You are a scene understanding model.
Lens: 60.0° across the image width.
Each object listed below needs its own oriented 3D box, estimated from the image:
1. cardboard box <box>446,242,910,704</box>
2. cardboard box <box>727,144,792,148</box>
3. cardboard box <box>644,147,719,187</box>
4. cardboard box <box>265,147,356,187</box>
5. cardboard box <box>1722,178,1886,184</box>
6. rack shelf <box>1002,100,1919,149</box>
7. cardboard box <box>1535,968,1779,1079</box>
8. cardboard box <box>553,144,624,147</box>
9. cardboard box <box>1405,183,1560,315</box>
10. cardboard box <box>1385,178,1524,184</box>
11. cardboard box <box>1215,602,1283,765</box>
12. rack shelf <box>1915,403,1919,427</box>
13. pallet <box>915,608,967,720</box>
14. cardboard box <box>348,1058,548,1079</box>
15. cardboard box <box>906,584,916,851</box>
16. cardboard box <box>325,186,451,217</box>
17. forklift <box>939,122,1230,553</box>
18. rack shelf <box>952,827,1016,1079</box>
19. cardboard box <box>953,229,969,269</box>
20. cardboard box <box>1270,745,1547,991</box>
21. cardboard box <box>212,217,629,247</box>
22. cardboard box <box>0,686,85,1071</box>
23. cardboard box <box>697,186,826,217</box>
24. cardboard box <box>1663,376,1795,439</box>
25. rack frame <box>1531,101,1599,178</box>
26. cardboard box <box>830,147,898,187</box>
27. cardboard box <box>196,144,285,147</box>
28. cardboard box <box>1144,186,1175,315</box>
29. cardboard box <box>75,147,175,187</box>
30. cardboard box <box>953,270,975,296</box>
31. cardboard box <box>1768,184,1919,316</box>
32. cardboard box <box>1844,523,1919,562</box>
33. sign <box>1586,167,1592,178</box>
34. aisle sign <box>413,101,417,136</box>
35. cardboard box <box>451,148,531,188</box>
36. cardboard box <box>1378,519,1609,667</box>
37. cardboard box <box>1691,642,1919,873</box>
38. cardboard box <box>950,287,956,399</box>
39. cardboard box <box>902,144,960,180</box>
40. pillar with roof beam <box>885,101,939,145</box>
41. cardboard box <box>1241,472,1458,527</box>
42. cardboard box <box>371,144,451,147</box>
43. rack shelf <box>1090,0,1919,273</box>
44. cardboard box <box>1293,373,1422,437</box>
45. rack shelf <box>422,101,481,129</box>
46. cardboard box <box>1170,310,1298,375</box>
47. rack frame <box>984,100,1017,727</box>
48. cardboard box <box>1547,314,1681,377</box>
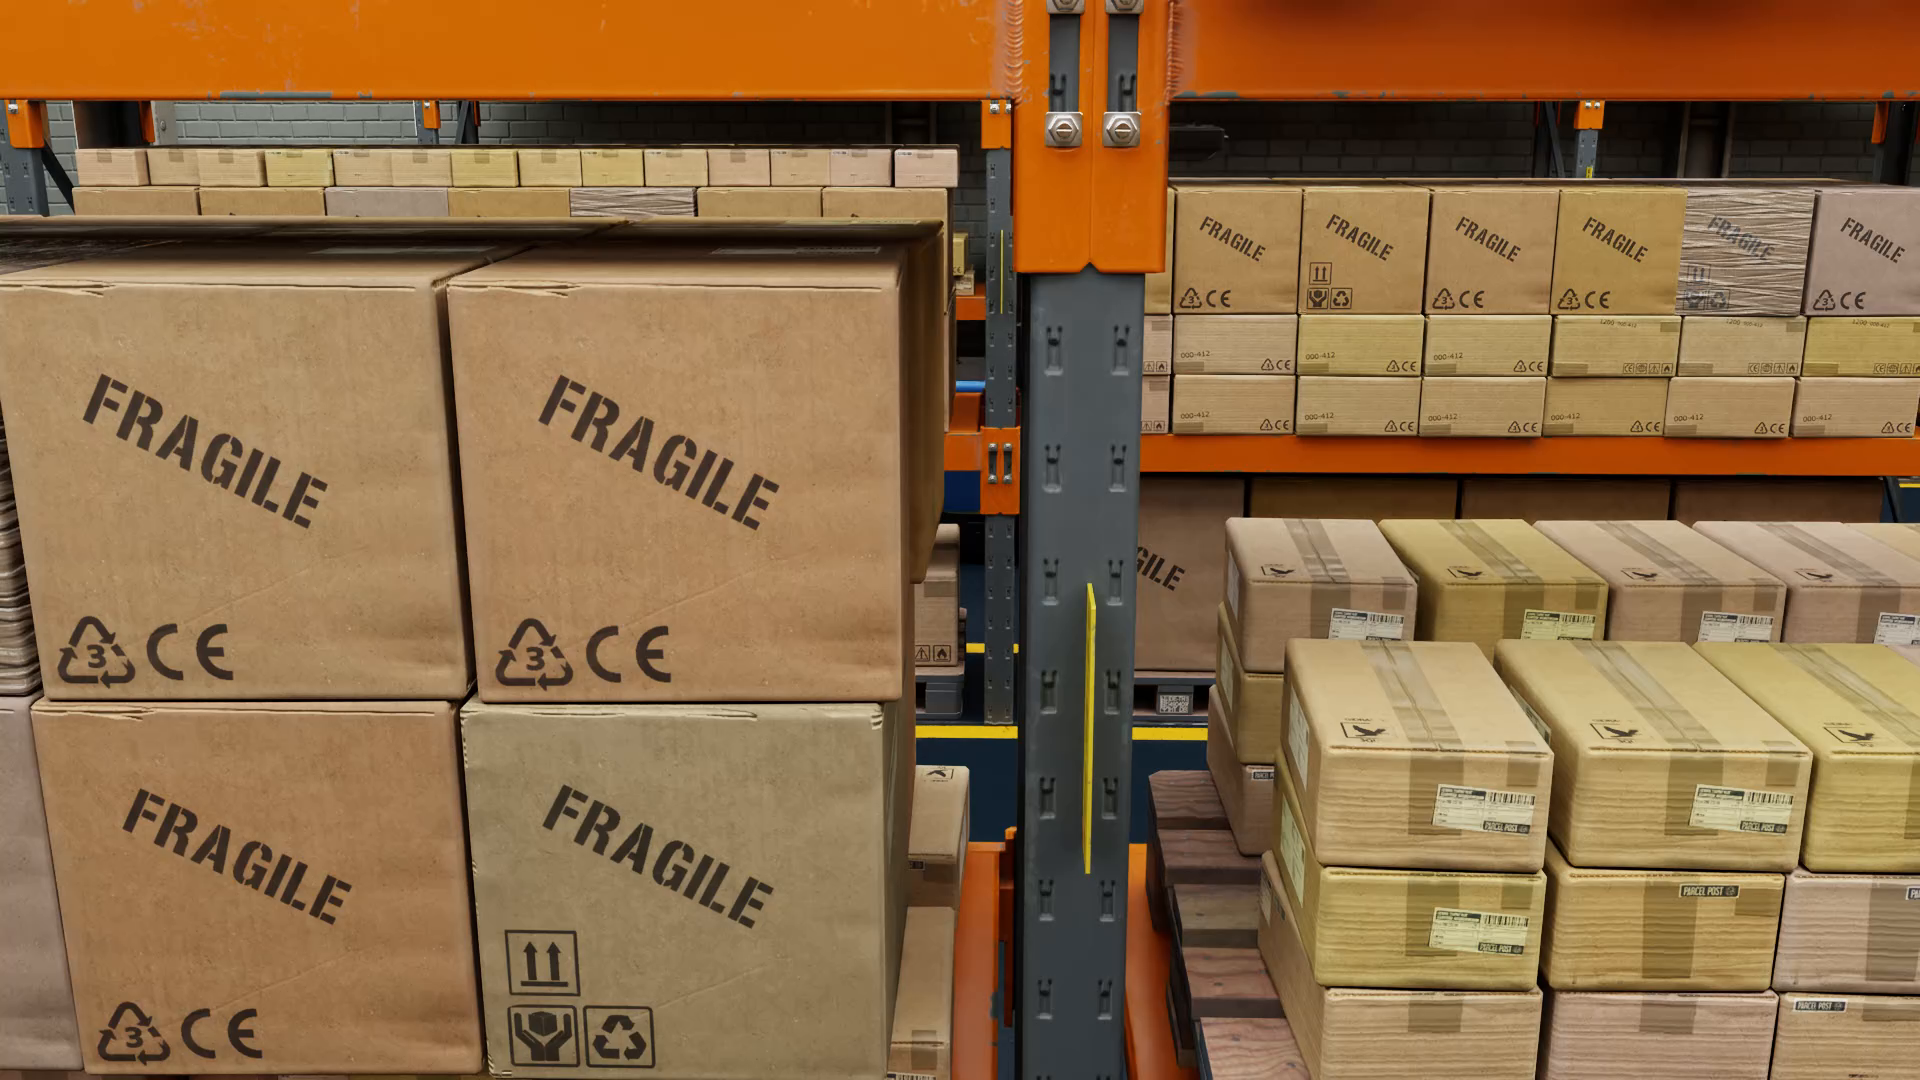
[{"bbox_3d":[-0.321,-0.111,2.141,0.500,0.500,0.500,0,15,-1],"label":"cardboard box"},{"bbox_3d":[-0.888,-1.683,7.413,0.250,0.149,0.380,0,15,1],"label":"cardboard box"},{"bbox_3d":[-1.149,-1.553,6.920,0.250,0.149,0.380,0,15,1],"label":"cardboard box"},{"bbox_3d":[-2.686,-1.551,6.911,0.250,0.149,0.380,0,15,0],"label":"cardboard box"},{"bbox_3d":[3.693,-1.335,7.365,0.500,0.500,0.500,0,15,0],"label":"cardboard box"},{"bbox_3d":[2.180,-1.853,7.015,4.000,0.370,1.077,0,15,1],"label":"rack shelf"},{"bbox_3d":[0.815,0.538,2.092,0.250,0.149,0.380,1,15,2],"label":"cardboard box"},{"bbox_3d":[-1.650,-1.692,7.447,0.250,0.149,0.380,0,15,2],"label":"cardboard box"},{"bbox_3d":[2.141,-1.218,6.919,0.500,0.500,0.500,0,15,1],"label":"cardboard box"},{"bbox_3d":[2.176,-1.348,7.412,0.500,0.500,0.500,1,15,2],"label":"cardboard box"},{"bbox_3d":[0.558,0.226,2.690,0.250,0.149,0.380,1,15,3],"label":"cardboard box"},{"bbox_3d":[6.179,-0.377,7.299,4.000,0.370,1.077,0,15,1],"label":"rack shelf"},{"bbox_3d":[-0.577,0.559,7.806,1.213,0.211,1.003,0,15,1],"label":"pallet"},{"bbox_3d":[-0.662,0.687,2.347,0.250,0.149,0.380,1,15,4],"label":"cardboard box"},{"bbox_3d":[-0.333,0.239,2.774,0.500,0.500,0.500,0,15,0],"label":"cardboard box"},{"bbox_3d":[-2.314,-1.243,7.016,0.500,0.500,0.500,0,15,1],"label":"cardboard box"},{"bbox_3d":[1.036,-1.391,9.868,3.031,2.935,1.130,1,15,5],"label":"forklift"},{"bbox_3d":[-1.844,0.834,2.710,4.000,0.370,1.077,0,15,1],"label":"rack shelf"},{"bbox_3d":[-0.184,-2.173,12.408,0.500,0.250,0.500,0,15,1],"label":"cardboard box"},{"bbox_3d":[0.538,0.393,2.055,0.250,0.149,0.380,1,15,2],"label":"cardboard box"},{"bbox_3d":[-0.808,-0.241,2.635,0.500,0.500,0.500,0,15,0],"label":"cardboard box"},{"bbox_3d":[-1.351,0.368,2.284,0.500,0.500,0.500,0,15,1],"label":"cardboard box"},{"bbox_3d":[-0.805,-1.234,6.981,0.500,0.500,0.500,0,15,1],"label":"cardboard box"},{"bbox_3d":[3.156,-0.602,7.035,0.500,0.250,0.500,1,15,2],"label":"cardboard box"},{"bbox_3d":[4.303,-2.004,12.055,0.127,3.000,1.000,0,15,1],"label":"rack frame"},{"bbox_3d":[-0.396,-1.560,6.944,0.250,0.149,0.380,1,15,3],"label":"cardboard box"},{"bbox_3d":[-3.199,-1.689,7.433,0.250,0.149,0.380,1,15,2],"label":"cardboard box"},{"bbox_3d":[0.614,-1.220,6.927,0.500,0.500,0.500,1,15,2],"label":"cardboard box"},{"bbox_3d":[-3.470,-1.563,6.955,0.250,0.149,0.380,1,15,3],"label":"cardboard box"},{"bbox_3d":[-0.021,-1.846,11.950,0.250,0.149,0.380,1,15,2],"label":"cardboard box"},{"bbox_3d":[3.656,-1.206,6.877,0.500,0.500,0.500,0,15,0],"label":"cardboard box"},{"bbox_3d":[1.597,0.090,2.620,0.250,0.149,0.380,0,15,0],"label":"cardboard box"},{"bbox_3d":[4.298,-2.387,11.393,0.005,0.325,0.100,0,15,1],"label":"sign"},{"bbox_3d":[-3.770,-3.238,11.639,0.004,0.787,0.394,0,15,1],"label":"aisle sign"},{"bbox_3d":[-1.921,-1.542,6.876,0.250,0.149,0.380,0,15,0],"label":"cardboard box"},{"bbox_3d":[0.831,0.084,2.644,0.250,0.149,0.380,0,15,0],"label":"cardboard box"},{"bbox_3d":[1.073,0.252,2.007,0.250,0.149,0.380,1,15,2],"label":"cardboard box"},{"bbox_3d":[-0.281,-0.882,7.608,0.500,0.500,0.500,1,15,3],"label":"cardboard box"},{"bbox_3d":[-0.128,-1.678,7.391,0.250,0.149,0.380,0,15,1],"label":"cardboard box"},{"bbox_3d":[-0.479,-4.067,8.116,0.400,9.000,9.100,0,15,1],"label":"pillar with roof beam"},{"bbox_3d":[1.706,0.048,7.620,0.875,0.875,0.875,1,15,3],"label":"cardboard box"},{"bbox_3d":[-2.429,-1.677,7.387,0.250,0.149,0.380,0,15,1],"label":"cardboard box"},{"bbox_3d":[2.155,-0.590,2.228,4.000,0.370,1.077,0,15,1],"label":"rack shelf"},{"bbox_3d":[1.643,-0.611,7.070,0.500,0.250,0.500,0,15,1],"label":"cardboard box"},{"bbox_3d":[-1.695,-3.145,11.912,4.000,0.370,1.077,0,15,1],"label":"rack shelf"},{"bbox_3d":[1.136,-0.862,7.042,0.500,0.250,0.500,1,15,2],"label":"cardboard box"},{"bbox_3d":[0.181,-0.764,7.356,0.127,3.000,1.000,0,15,1],"label":"rack frame"},{"bbox_3d":[2.664,-0.846,6.981,0.500,0.250,0.500,0,15,0],"label":"cardboard box"}]
